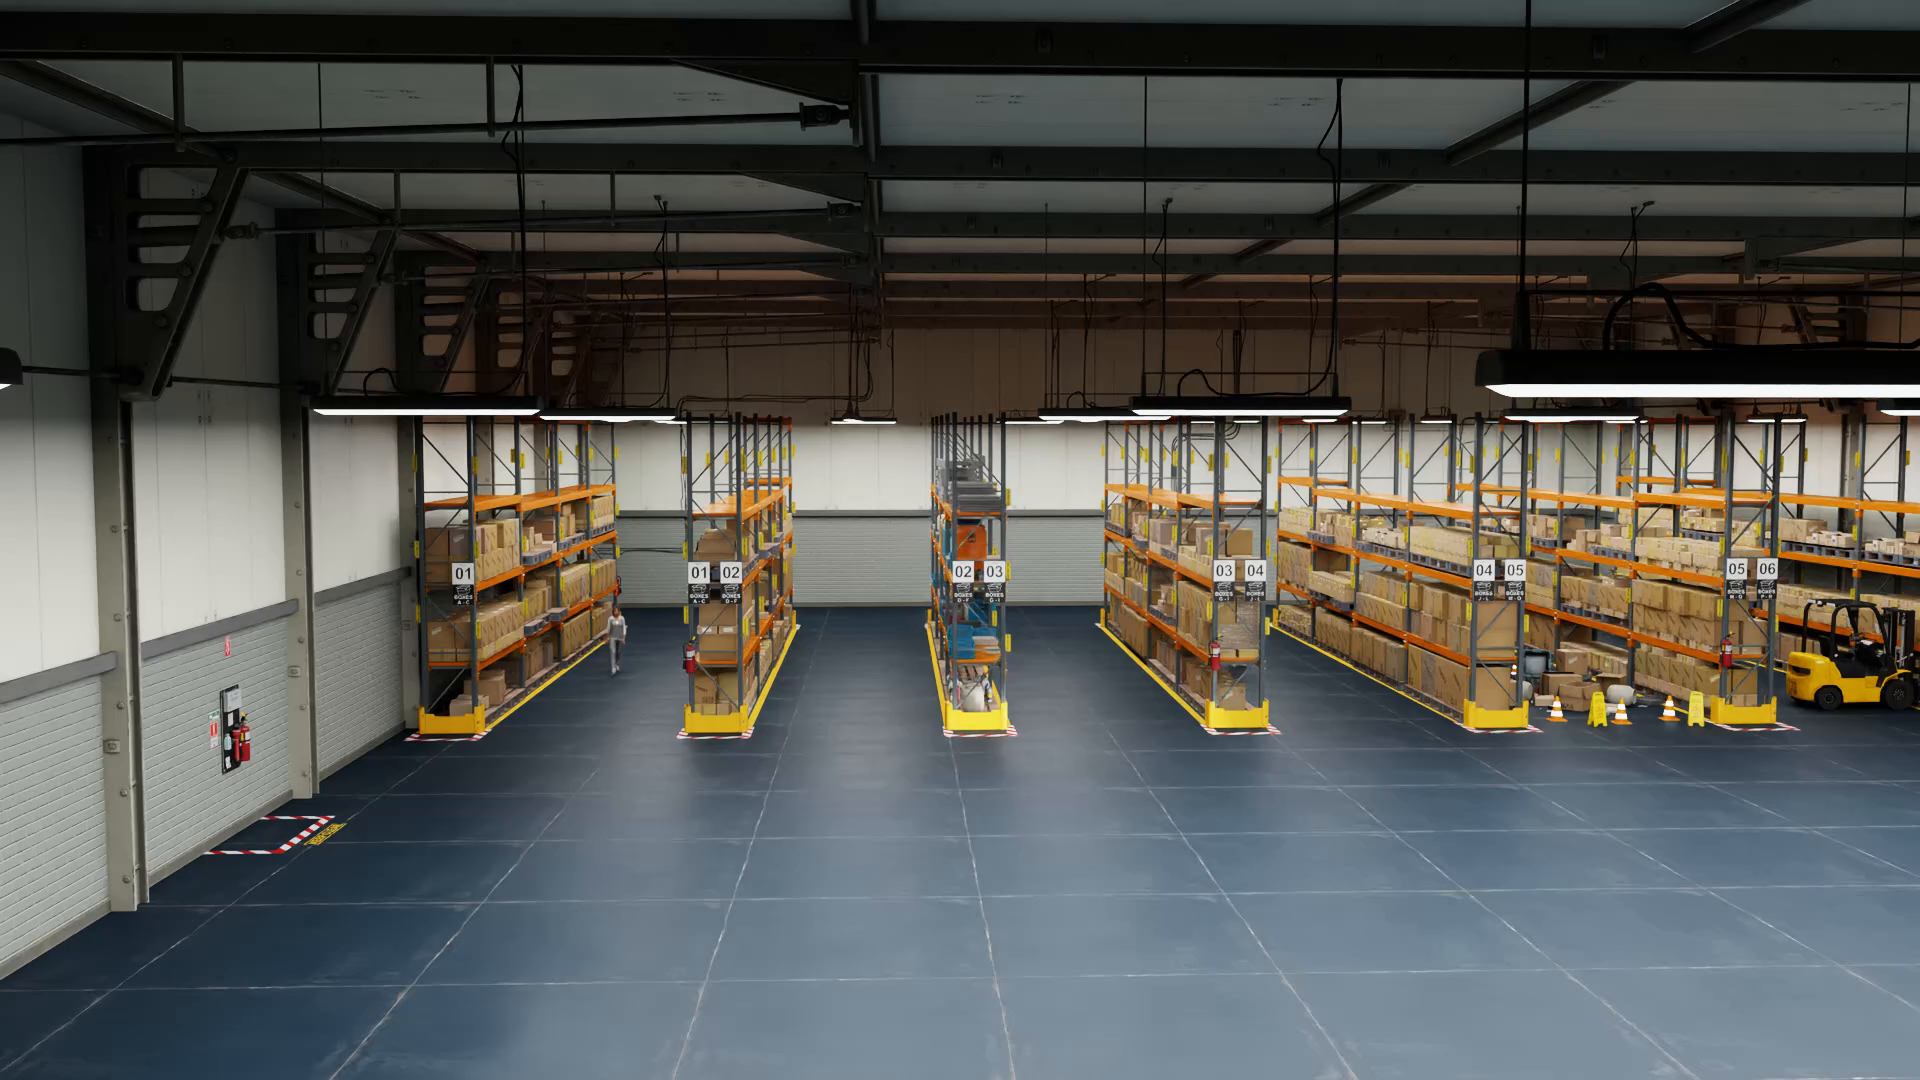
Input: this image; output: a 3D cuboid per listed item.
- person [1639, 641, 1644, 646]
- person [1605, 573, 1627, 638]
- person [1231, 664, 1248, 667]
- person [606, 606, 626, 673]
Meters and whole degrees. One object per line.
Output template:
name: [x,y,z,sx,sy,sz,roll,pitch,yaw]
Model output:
person: [16.989,2.112,40.872,0.469,1.698,0.516,-1,4,-16]
person: [17.933,1.784,45.151,0.540,1.788,0.559,-2,5,-30]
person: [6.567,2.145,39.595,0.584,1.785,0.551,1,4,10]
person: [-7.968,2.304,38.555,0.452,1.543,0.969,-2,4,-25]
